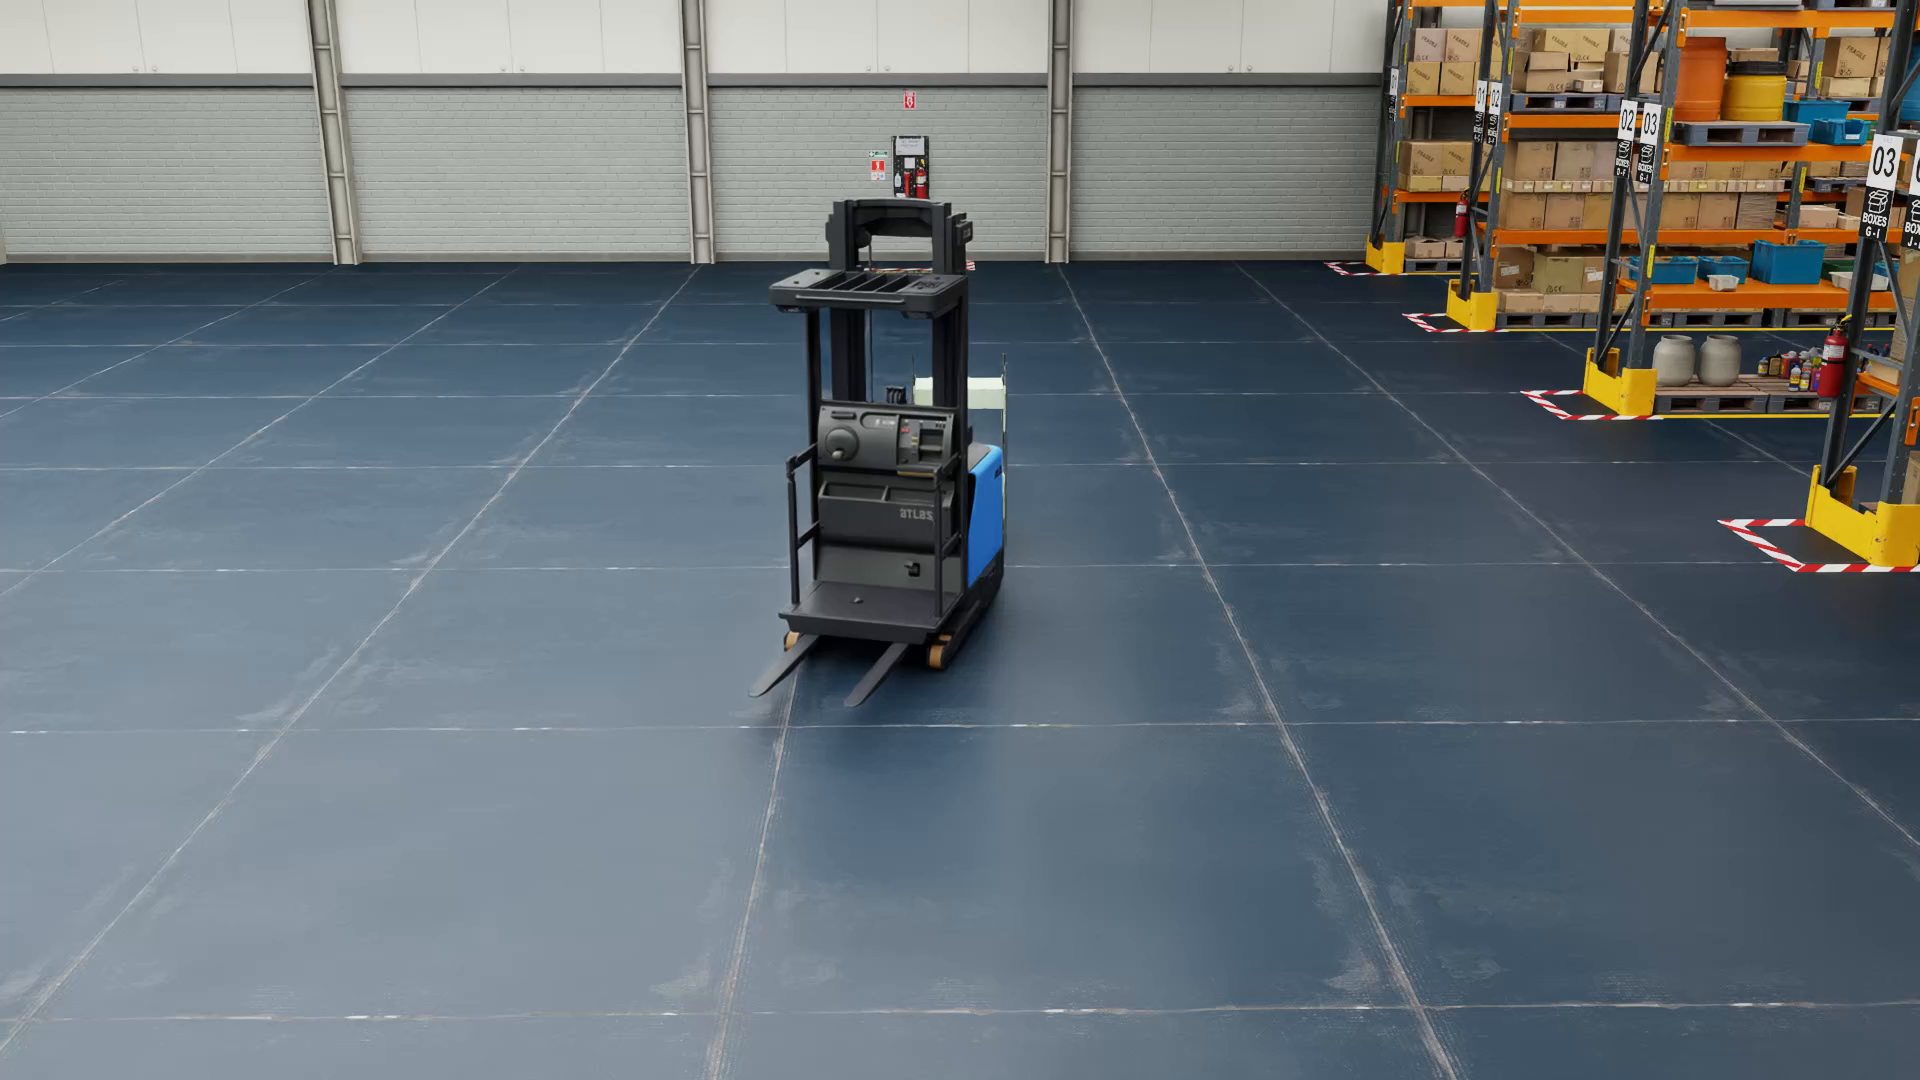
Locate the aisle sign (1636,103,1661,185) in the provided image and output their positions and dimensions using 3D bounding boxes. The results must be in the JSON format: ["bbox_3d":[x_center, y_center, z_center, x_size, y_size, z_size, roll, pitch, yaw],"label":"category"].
[{"bbox_3d":[7.049,-4.058,17.032,0.004,0.787,0.394,0,18,-1],"label":"aisle sign"}]

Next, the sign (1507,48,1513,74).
[{"bbox_3d":[7.045,-6.136,21.293,0.005,0.325,0.100,0,18,-1],"label":"sign"}]

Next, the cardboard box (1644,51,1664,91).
[{"bbox_3d":[9.393,-6.217,22.021,0.637,0.503,0.797,2,18,5],"label":"cardboard box"}]

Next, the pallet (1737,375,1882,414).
[{"bbox_3d":[9.221,-1.605,18.204,1.213,0.211,1.003,0,18,-1],"label":"pallet"}]

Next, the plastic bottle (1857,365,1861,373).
[{"bbox_3d":[9.579,-1.737,17.799,0.097,0.271,0.097,0,18,0],"label":"plastic bottle"}]

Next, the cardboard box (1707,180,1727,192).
[{"bbox_3d":[10.001,-4.728,22.150,0.250,0.149,0.380,0,18,-1],"label":"cardboard box"}]

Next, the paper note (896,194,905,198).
[{"bbox_3d":[-1.003,-5.775,28.082,0.142,0.148,0.016,0,18,-1],"label":"paper note"}]

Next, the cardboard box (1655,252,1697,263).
[{"bbox_3d":[9.581,-3.619,22.504,0.500,0.500,0.500,0,18,-1],"label":"cardboard box"}]

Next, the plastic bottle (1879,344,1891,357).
[{"bbox_3d":[10.302,-2.001,18.490,0.185,0.351,0.144,0,18,1],"label":"plastic bottle"}]

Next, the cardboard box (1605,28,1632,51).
[{"bbox_3d":[10.463,-7.832,26.307,0.500,0.500,0.500,-2,18,-6],"label":"cardboard box"}]

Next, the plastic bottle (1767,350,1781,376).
[{"bbox_3d":[9.062,-1.975,18.521,0.133,0.283,0.061,0,18,0],"label":"plastic bottle"}]

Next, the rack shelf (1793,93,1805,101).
[{"bbox_3d":[12.959,-7.051,26.884,4.000,0.370,1.077,0,18,-1],"label":"rack shelf"}]

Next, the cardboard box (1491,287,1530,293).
[{"bbox_3d":[7.573,-3.407,23.071,0.500,0.250,0.500,0,18,-1],"label":"cardboard box"}]

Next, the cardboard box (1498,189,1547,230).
[{"bbox_3d":[7.509,-4.469,22.405,0.500,0.500,0.700,0,18,-1],"label":"cardboard box"}]

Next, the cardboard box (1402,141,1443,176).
[{"bbox_3d":[7.442,-6.142,26.768,0.500,0.500,0.500,0,18,-1],"label":"cardboard box"}]

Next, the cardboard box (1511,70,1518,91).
[{"bbox_3d":[8.890,-7.351,26.446,0.500,0.500,0.500,1,18,3],"label":"cardboard box"}]

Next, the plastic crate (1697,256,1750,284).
[{"bbox_3d":[8.261,-2.935,18.029,0.408,0.251,0.499,0,18,-1],"label":"plastic crate"}]

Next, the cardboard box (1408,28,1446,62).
[{"bbox_3d":[7.349,-7.825,26.287,0.500,0.500,0.500,-2,18,-5],"label":"cardboard box"}]

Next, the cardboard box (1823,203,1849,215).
[{"bbox_3d":[11.918,-4.439,22.694,0.258,0.266,0.396,-1,18,-2],"label":"cardboard box"}]

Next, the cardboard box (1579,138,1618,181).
[{"bbox_3d":[8.592,-5.094,22.229,0.500,0.500,0.700,0,18,-1],"label":"cardboard box"}]

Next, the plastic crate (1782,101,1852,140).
[{"bbox_3d":[9.018,-4.432,17.569,0.575,0.384,0.392,0,18,-1],"label":"plastic crate"}]

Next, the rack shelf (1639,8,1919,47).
[{"bbox_3d":[9.116,-5.244,16.994,4.000,0.370,1.077,0,18,-1],"label":"rack shelf"}]

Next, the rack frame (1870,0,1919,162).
[{"bbox_3d":[7.195,-4.254,12.077,0.127,3.000,1.000,0,18,-1],"label":"rack frame"}]

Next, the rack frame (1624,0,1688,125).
[{"bbox_3d":[7.116,-5.767,16.793,0.127,3.000,1.000,0,18,-1],"label":"rack frame"}]

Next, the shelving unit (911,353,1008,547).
[{"bbox_3d":[-0.007,-0.714,13.318,0.755,1.500,0.431,0,18,-1],"label":"shelving unit"}]

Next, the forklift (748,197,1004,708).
[{"bbox_3d":[-0.549,-0.675,10.853,1.130,2.935,3.031,5,18,14],"label":"forklift"}]

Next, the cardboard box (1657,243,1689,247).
[{"bbox_3d":[11.695,-4.983,27.543,0.500,0.500,0.700,0,18,1],"label":"cardboard box"}]

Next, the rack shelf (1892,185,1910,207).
[{"bbox_3d":[9.194,-2.493,12.675,4.000,0.370,1.077,0,18,-1],"label":"rack shelf"}]

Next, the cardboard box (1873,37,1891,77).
[{"bbox_3d":[12.228,-6.357,21.874,0.500,0.500,0.500,1,18,4],"label":"cardboard box"}]

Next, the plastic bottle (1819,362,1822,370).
[{"bbox_3d":[9.548,-1.889,18.386,0.097,0.201,0.097,0,18,0],"label":"plastic bottle"}]

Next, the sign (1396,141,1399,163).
[{"bbox_3d":[6.969,-6.183,26.493,0.005,0.325,0.100,0,18,-1],"label":"sign"}]

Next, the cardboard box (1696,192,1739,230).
[{"bbox_3d":[10.071,-4.482,22.444,0.500,0.500,0.700,0,18,-1],"label":"cardboard box"}]

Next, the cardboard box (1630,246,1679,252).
[{"bbox_3d":[9.573,-3.779,23.003,0.500,0.500,0.500,0,18,-1],"label":"cardboard box"}]

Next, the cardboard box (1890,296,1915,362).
[{"bbox_3d":[7.745,-1.581,12.915,0.500,0.500,0.875,0,18,-1],"label":"cardboard box"}]

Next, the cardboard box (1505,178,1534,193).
[{"bbox_3d":[7.438,-4.716,22.112,0.250,0.149,0.380,0,18,-1],"label":"cardboard box"}]

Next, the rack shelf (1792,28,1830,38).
[{"bbox_3d":[13.041,-6.776,21.770,4.000,0.370,1.077,0,18,-1],"label":"rack shelf"}]

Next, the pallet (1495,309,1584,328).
[{"bbox_3d":[7.806,-3.112,22.903,1.213,0.211,1.003,0,18,-1],"label":"pallet"}]

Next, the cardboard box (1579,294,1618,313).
[{"bbox_3d":[8.581,-3.254,22.596,0.500,0.250,0.500,0,18,-1],"label":"cardboard box"}]

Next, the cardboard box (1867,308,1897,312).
[{"bbox_3d":[12.478,-3.265,22.628,0.500,0.250,0.500,-1,18,-3],"label":"cardboard box"}]

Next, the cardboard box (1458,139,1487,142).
[{"bbox_3d":[8.448,-6.302,27.267,0.500,0.500,0.500,-1,18,-2],"label":"cardboard box"}]

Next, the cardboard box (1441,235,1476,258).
[{"bbox_3d":[8.223,-4.844,27.418,0.500,0.311,0.500,1,18,4],"label":"cardboard box"}]

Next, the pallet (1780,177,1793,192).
[{"bbox_3d":[12.980,-5.861,27.223,1.213,0.211,1.003,0,18,-1],"label":"pallet"}]

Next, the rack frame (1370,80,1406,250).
[{"bbox_3d":[6.960,-5.936,27.142,0.127,3.000,1.000,0,18,-1],"label":"rack frame"}]

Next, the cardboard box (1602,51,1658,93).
[{"bbox_3d":[8.707,-6.090,21.631,0.500,0.500,0.500,0,18,-1],"label":"cardboard box"}]

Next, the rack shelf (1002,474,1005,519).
[{"bbox_3d":[-0.007,-0.404,13.418,0.720,0.370,0.431,0,18,-1],"label":"rack shelf"}]

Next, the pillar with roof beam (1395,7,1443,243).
[{"bbox_3d":[7.714,-7.745,22.961,0.400,9.000,9.100,0,18,-1],"label":"pillar with roof beam"}]

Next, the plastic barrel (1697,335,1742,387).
[{"bbox_3d":[8.274,-1.955,18.115,0.421,0.512,0.421,0,18,0],"label":"plastic barrel"}]

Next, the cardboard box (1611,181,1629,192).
[{"bbox_3d":[8.725,-4.723,22.133,0.250,0.149,0.380,-1,18,-2],"label":"cardboard box"}]

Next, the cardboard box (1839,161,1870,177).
[{"bbox_3d":[14.489,-6.226,27.163,0.500,0.500,0.700,-2,18,-7],"label":"cardboard box"}]

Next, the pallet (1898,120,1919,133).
[{"bbox_3d":[10.396,-4.235,17.236,1.003,0.211,1.213,0,18,-1],"label":"pallet"}]

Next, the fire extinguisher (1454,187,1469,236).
[{"bbox_3d":[6.916,-4.528,22.878,0.183,0.674,0.296,0,18,-1],"label":"fire extinguisher"}]

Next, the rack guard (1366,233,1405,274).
[{"bbox_3d":[7.036,-4.746,27.525,0.348,0.500,1.175,0,18,-1],"label":"rack guard"}]
